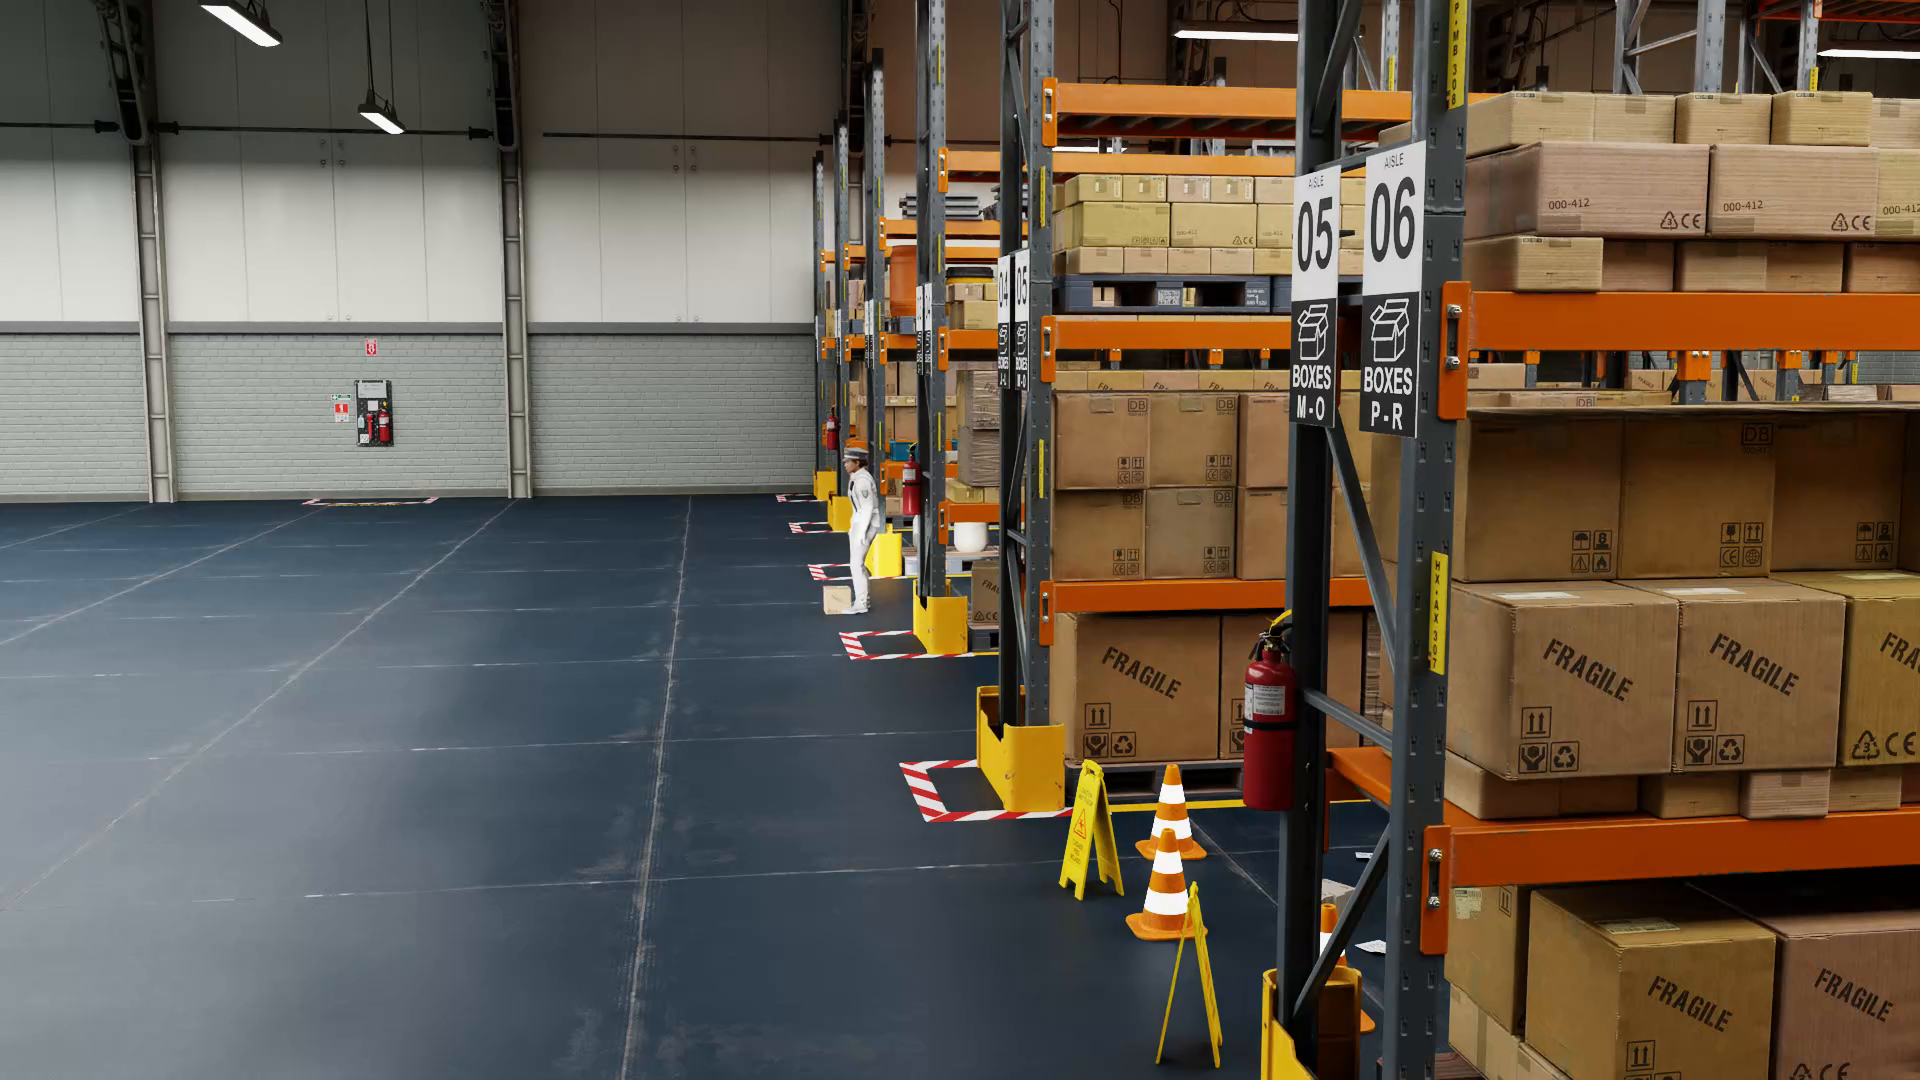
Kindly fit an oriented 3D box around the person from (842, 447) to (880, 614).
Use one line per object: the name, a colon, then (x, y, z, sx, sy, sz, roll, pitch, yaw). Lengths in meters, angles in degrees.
person: (-1.017, -0.102, 16.697, 0.410, 1.666, 0.547, -1, 7, -12)
